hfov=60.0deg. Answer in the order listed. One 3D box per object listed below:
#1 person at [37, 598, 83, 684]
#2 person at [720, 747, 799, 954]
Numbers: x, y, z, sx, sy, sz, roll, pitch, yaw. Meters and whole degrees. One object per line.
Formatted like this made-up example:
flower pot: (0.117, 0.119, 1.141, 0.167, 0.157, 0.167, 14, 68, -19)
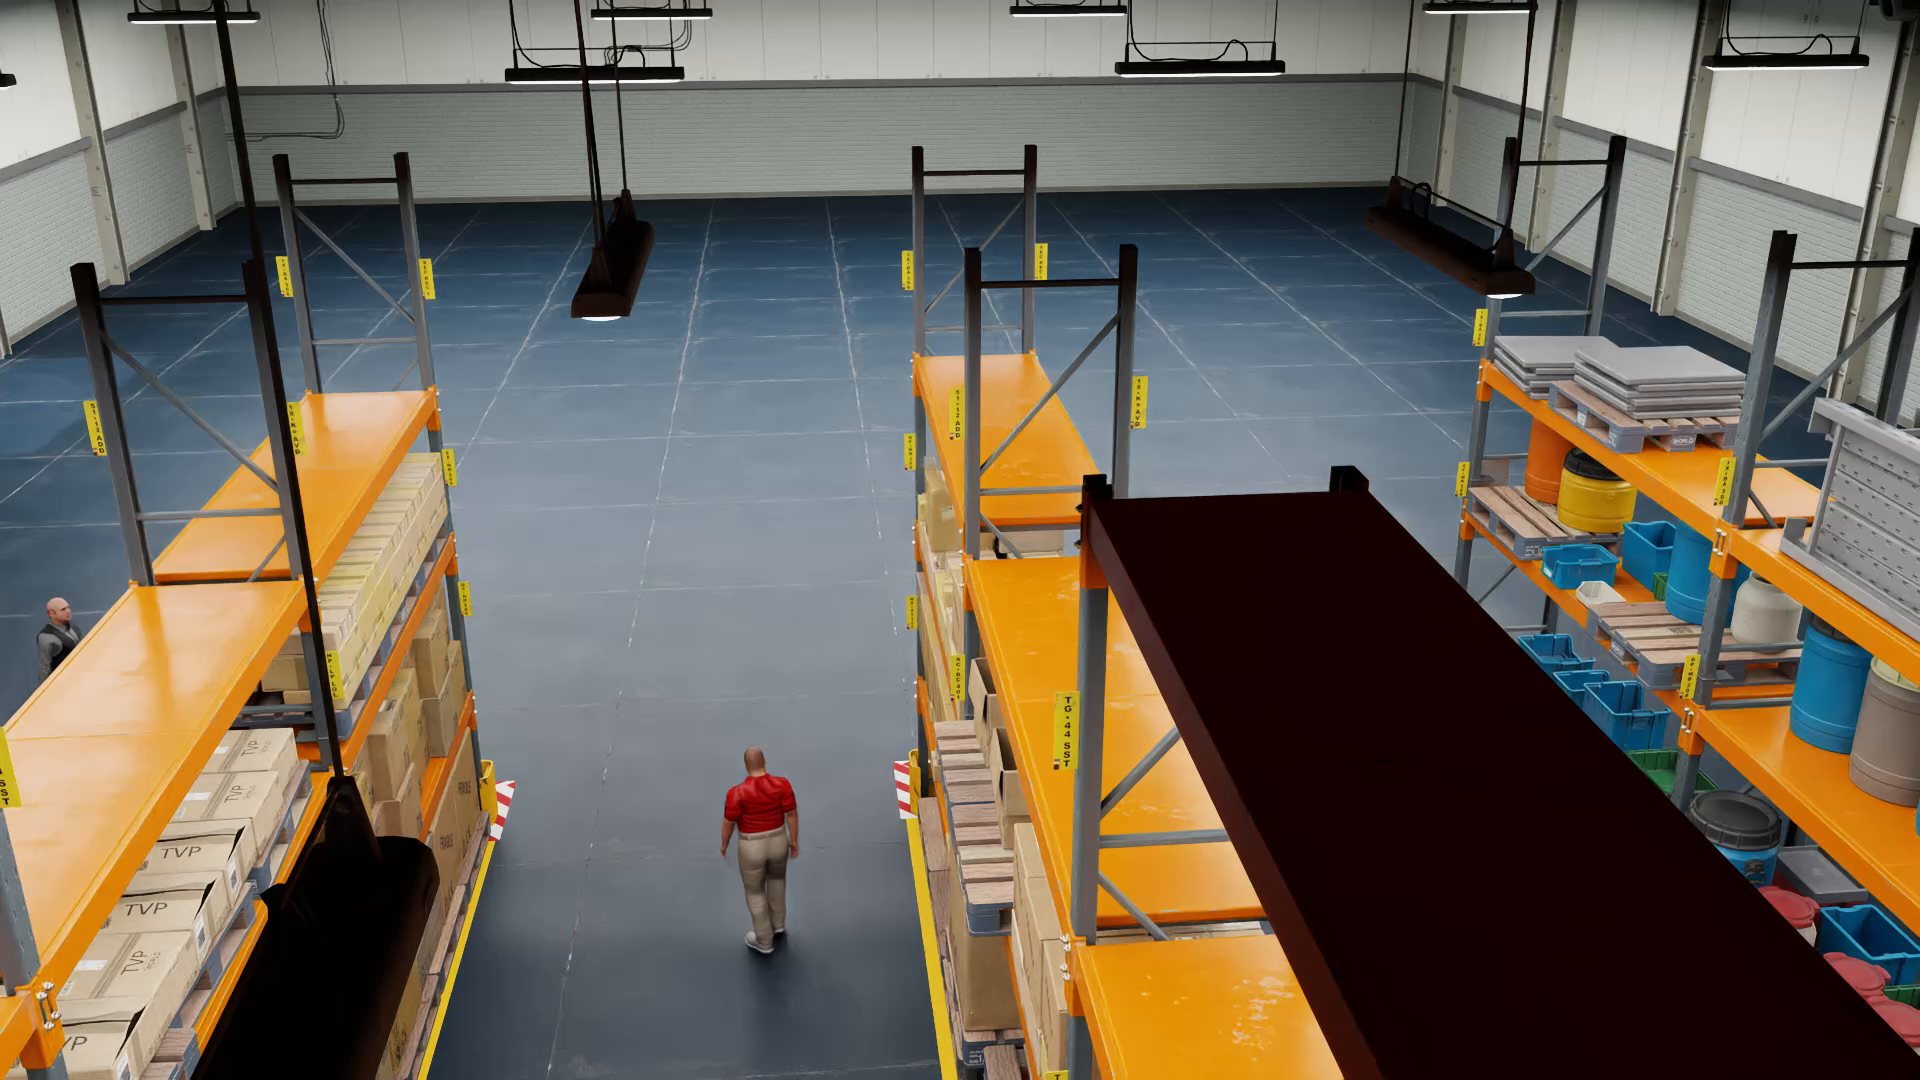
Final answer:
person: (-8.569, 1.362, 15.862, 0.684, 1.709, 0.549, 1, 22, 3)
person: (-1.573, 2.462, 13.157, 0.590, 1.803, 0.509, -9, 23, -23)
